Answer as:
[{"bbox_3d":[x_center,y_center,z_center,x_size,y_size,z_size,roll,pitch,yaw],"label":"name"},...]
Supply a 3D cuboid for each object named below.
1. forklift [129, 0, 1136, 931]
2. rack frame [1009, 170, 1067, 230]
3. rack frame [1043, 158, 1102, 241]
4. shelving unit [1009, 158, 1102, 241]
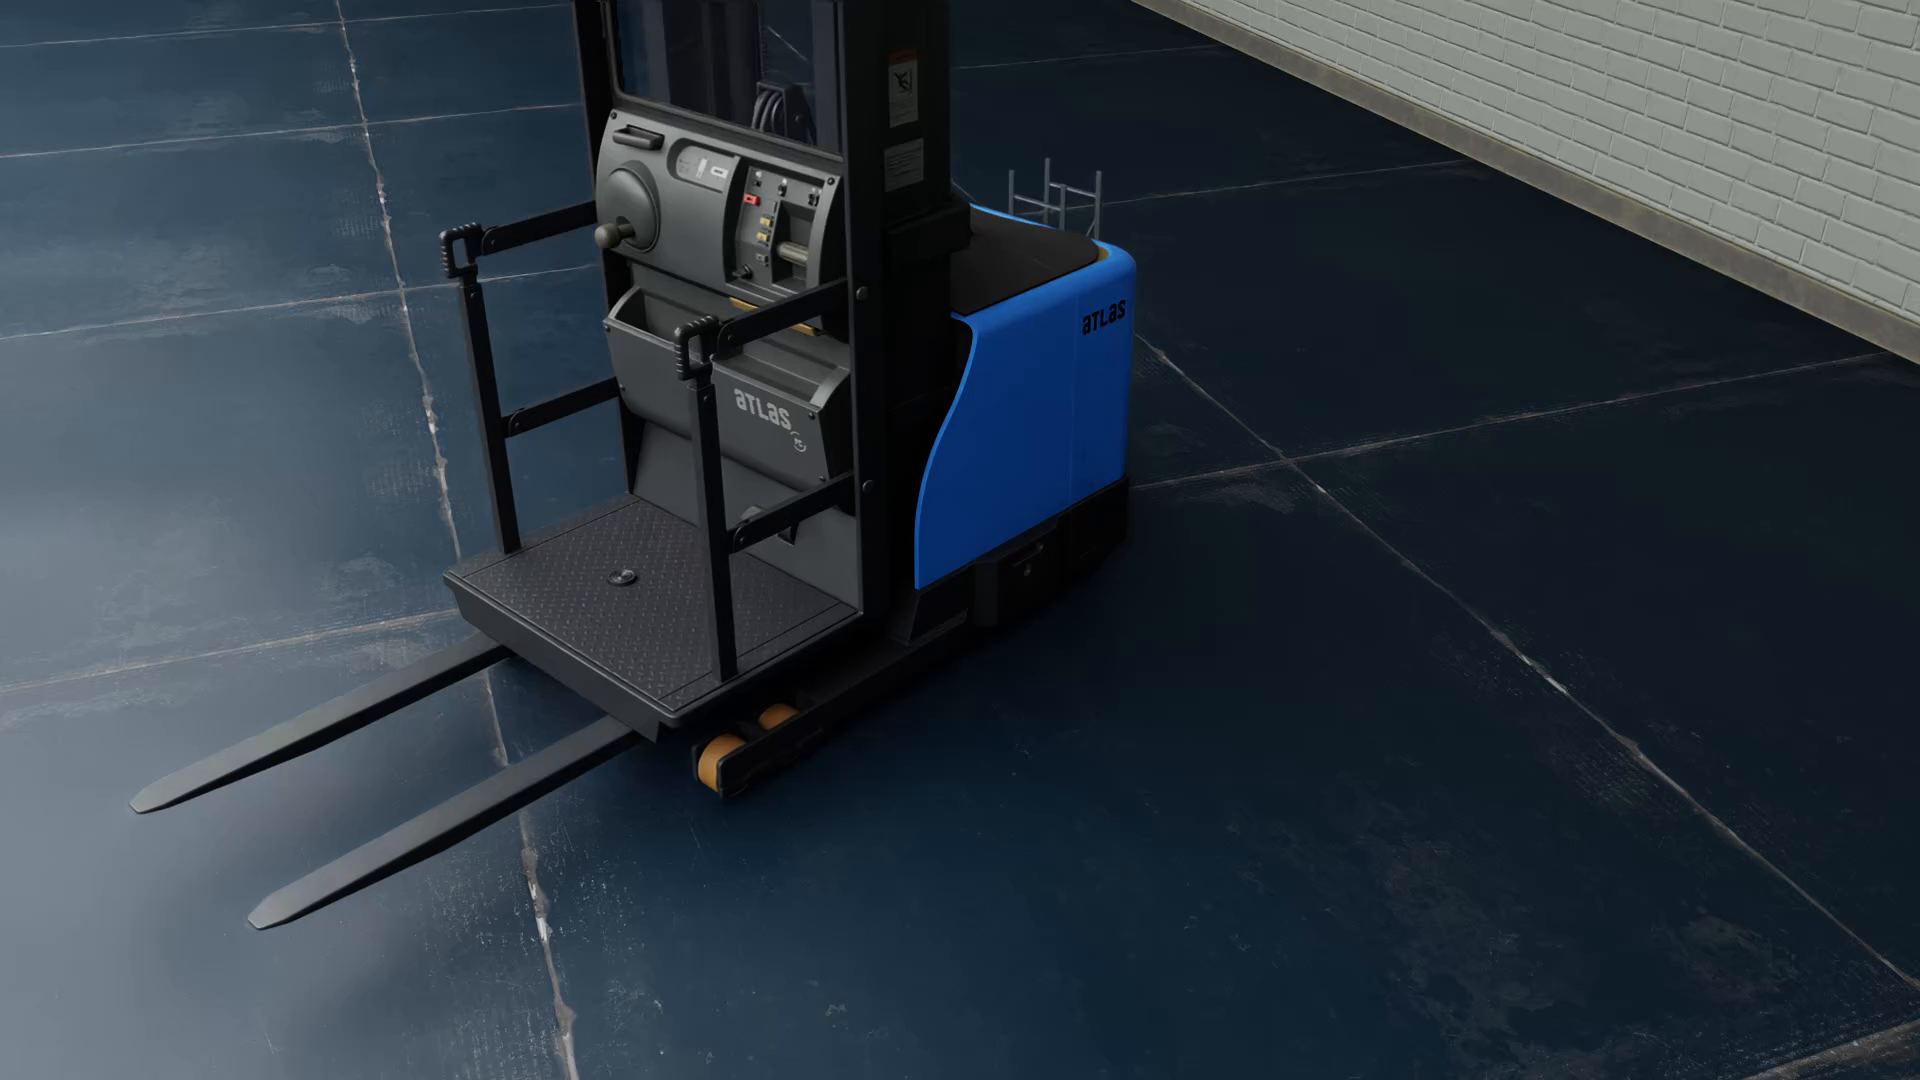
[{"bbox_3d":[-0.804,-0.862,4.303,1.130,2.935,3.031,25,38,36],"label":"forklift"},{"bbox_3d":[0.252,-0.654,5.686,0.240,1.200,0.006,25,38,36],"label":"rack frame"},{"bbox_3d":[0.376,-0.721,5.803,0.240,1.200,0.006,25,38,36],"label":"rack frame"},{"bbox_3d":[0.314,-0.687,5.745,0.258,1.200,0.189,25,38,36],"label":"shelving unit"}]
